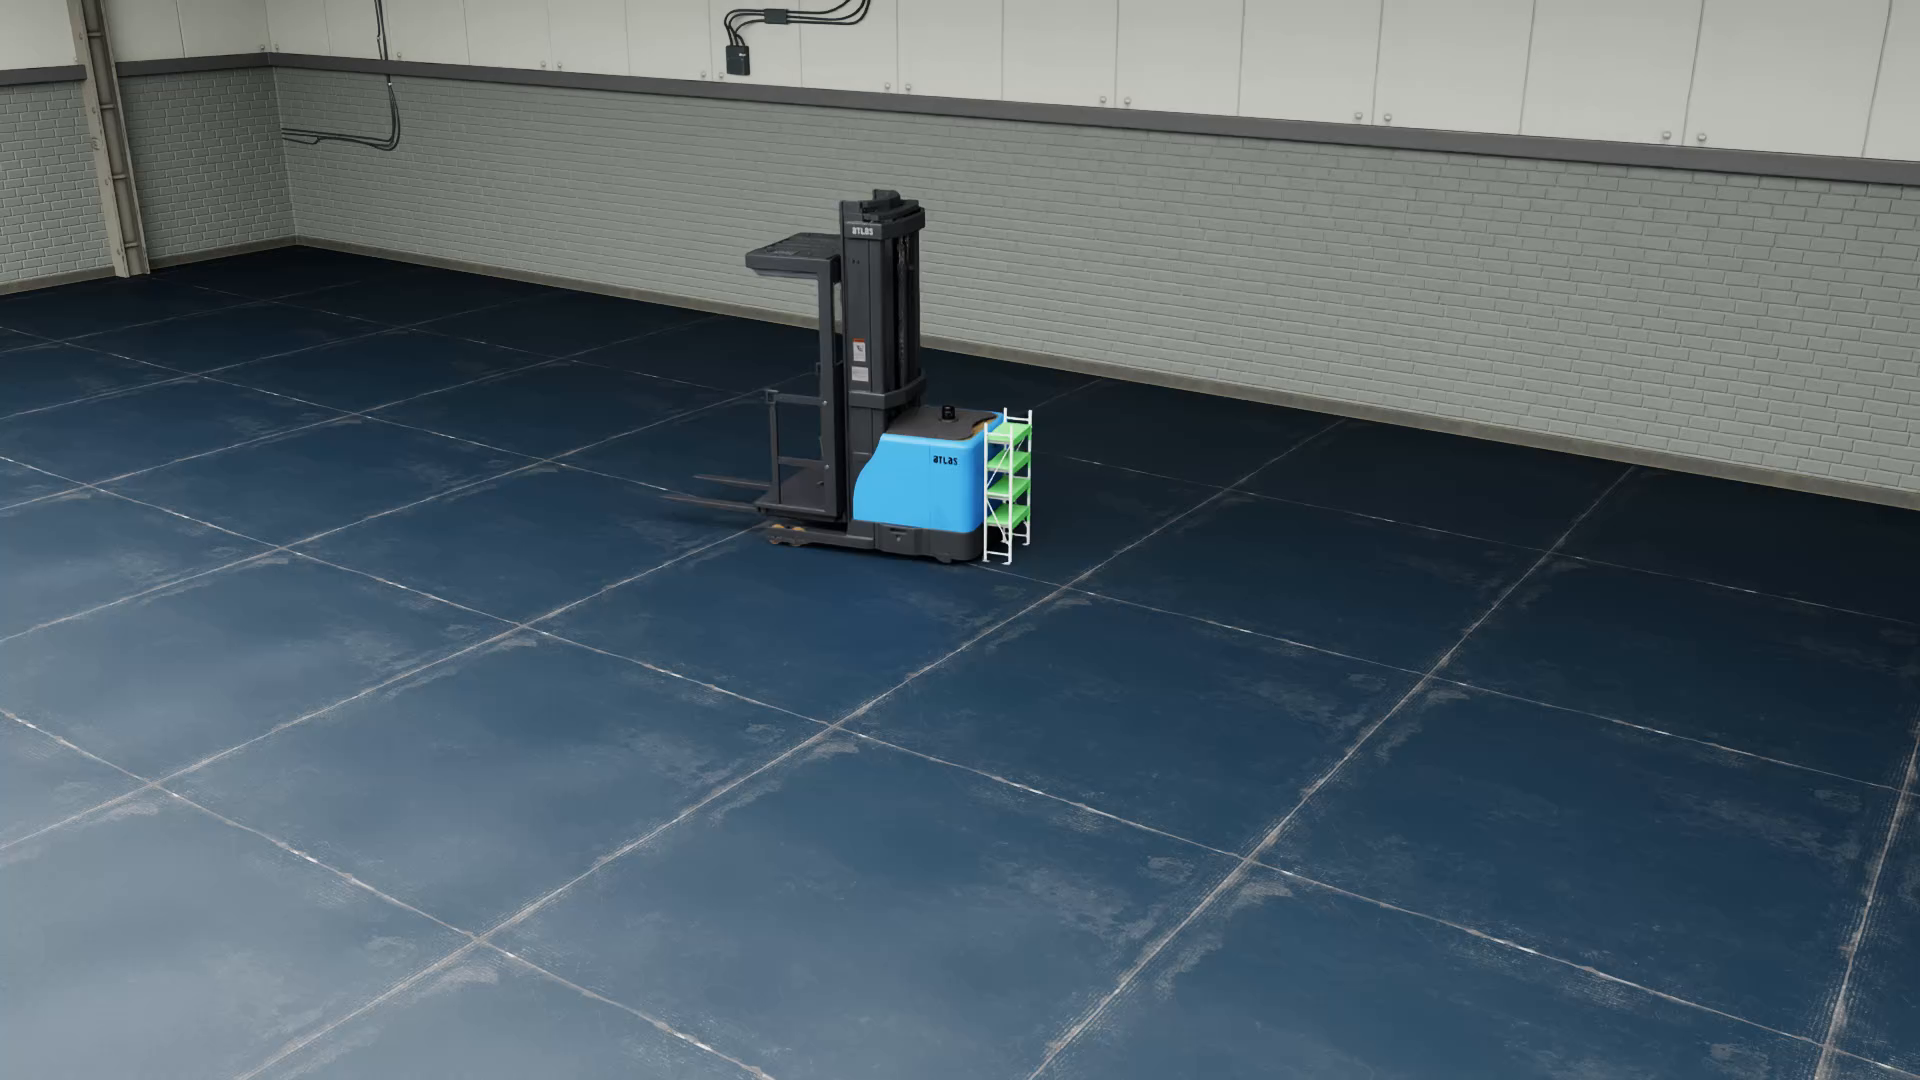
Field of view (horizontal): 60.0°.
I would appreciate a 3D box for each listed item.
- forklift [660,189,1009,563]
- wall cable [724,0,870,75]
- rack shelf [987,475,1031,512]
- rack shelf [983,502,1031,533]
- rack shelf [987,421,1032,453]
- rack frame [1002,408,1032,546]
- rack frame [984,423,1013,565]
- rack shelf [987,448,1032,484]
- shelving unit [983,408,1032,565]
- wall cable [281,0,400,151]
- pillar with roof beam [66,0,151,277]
[{"bbox_3d":[-1.144,-1.480,14.188,3.031,2.935,1.130,7,22,19],"label":"forklift"},{"bbox_3d":[-2.031,-8.602,19.796,2.305,6.003,0.169,13,24,32],"label":"wall cable"},{"bbox_3d":[0.398,-0.391,13.925,0.258,0.148,0.480,7,22,19],"label":"rack shelf"},{"bbox_3d":[0.398,-0.166,14.008,0.258,0.148,0.480,7,22,19],"label":"rack shelf"},{"bbox_3d":[0.399,-0.841,13.758,0.258,0.148,0.480,7,22,19],"label":"rack shelf"},{"bbox_3d":[0.483,-0.531,14.117,0.240,1.200,0.015,7,22,19],"label":"rack frame"},{"bbox_3d":[0.314,-0.372,13.688,0.240,1.200,0.015,7,22,19],"label":"rack frame"},{"bbox_3d":[0.398,-0.616,13.841,0.258,0.148,0.480,7,22,19],"label":"rack shelf"},{"bbox_3d":[0.398,-0.451,13.902,0.258,1.200,0.503,7,22,19],"label":"shelving unit"},{"bbox_3d":[-9.873,-7.407,25.942,3.097,2.526,0.112,13,24,32],"label":"wall cable"},{"bbox_3d":[-9.062,-7.436,21.545,9.100,9.000,0.400,13,24,32],"label":"pillar with roof beam"}]
